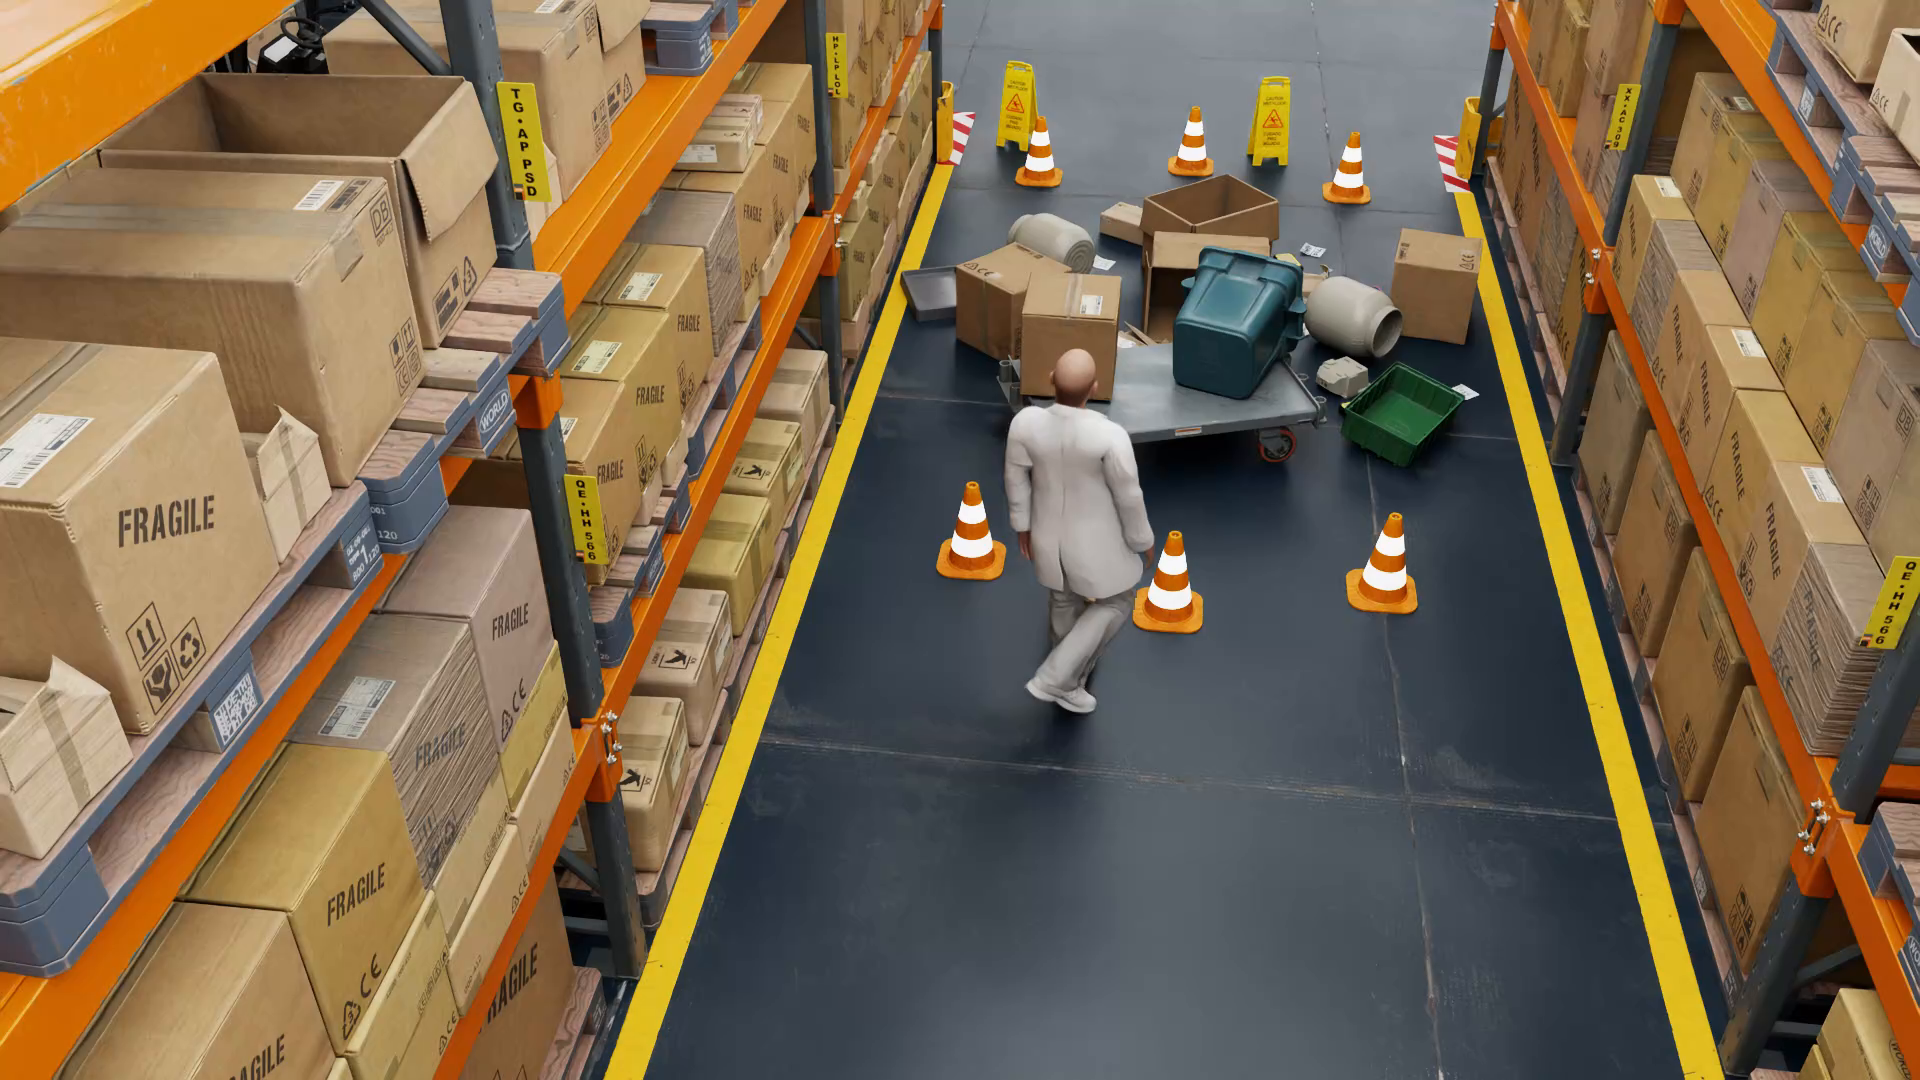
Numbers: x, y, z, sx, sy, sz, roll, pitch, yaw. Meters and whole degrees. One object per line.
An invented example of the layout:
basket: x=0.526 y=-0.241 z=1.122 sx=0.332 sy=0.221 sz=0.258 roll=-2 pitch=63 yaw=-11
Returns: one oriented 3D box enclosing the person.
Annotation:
person: x=0.508 y=-0.018 z=7.052 sx=0.636 sy=1.775 sz=0.636 roll=19 pitch=40 yaw=25
